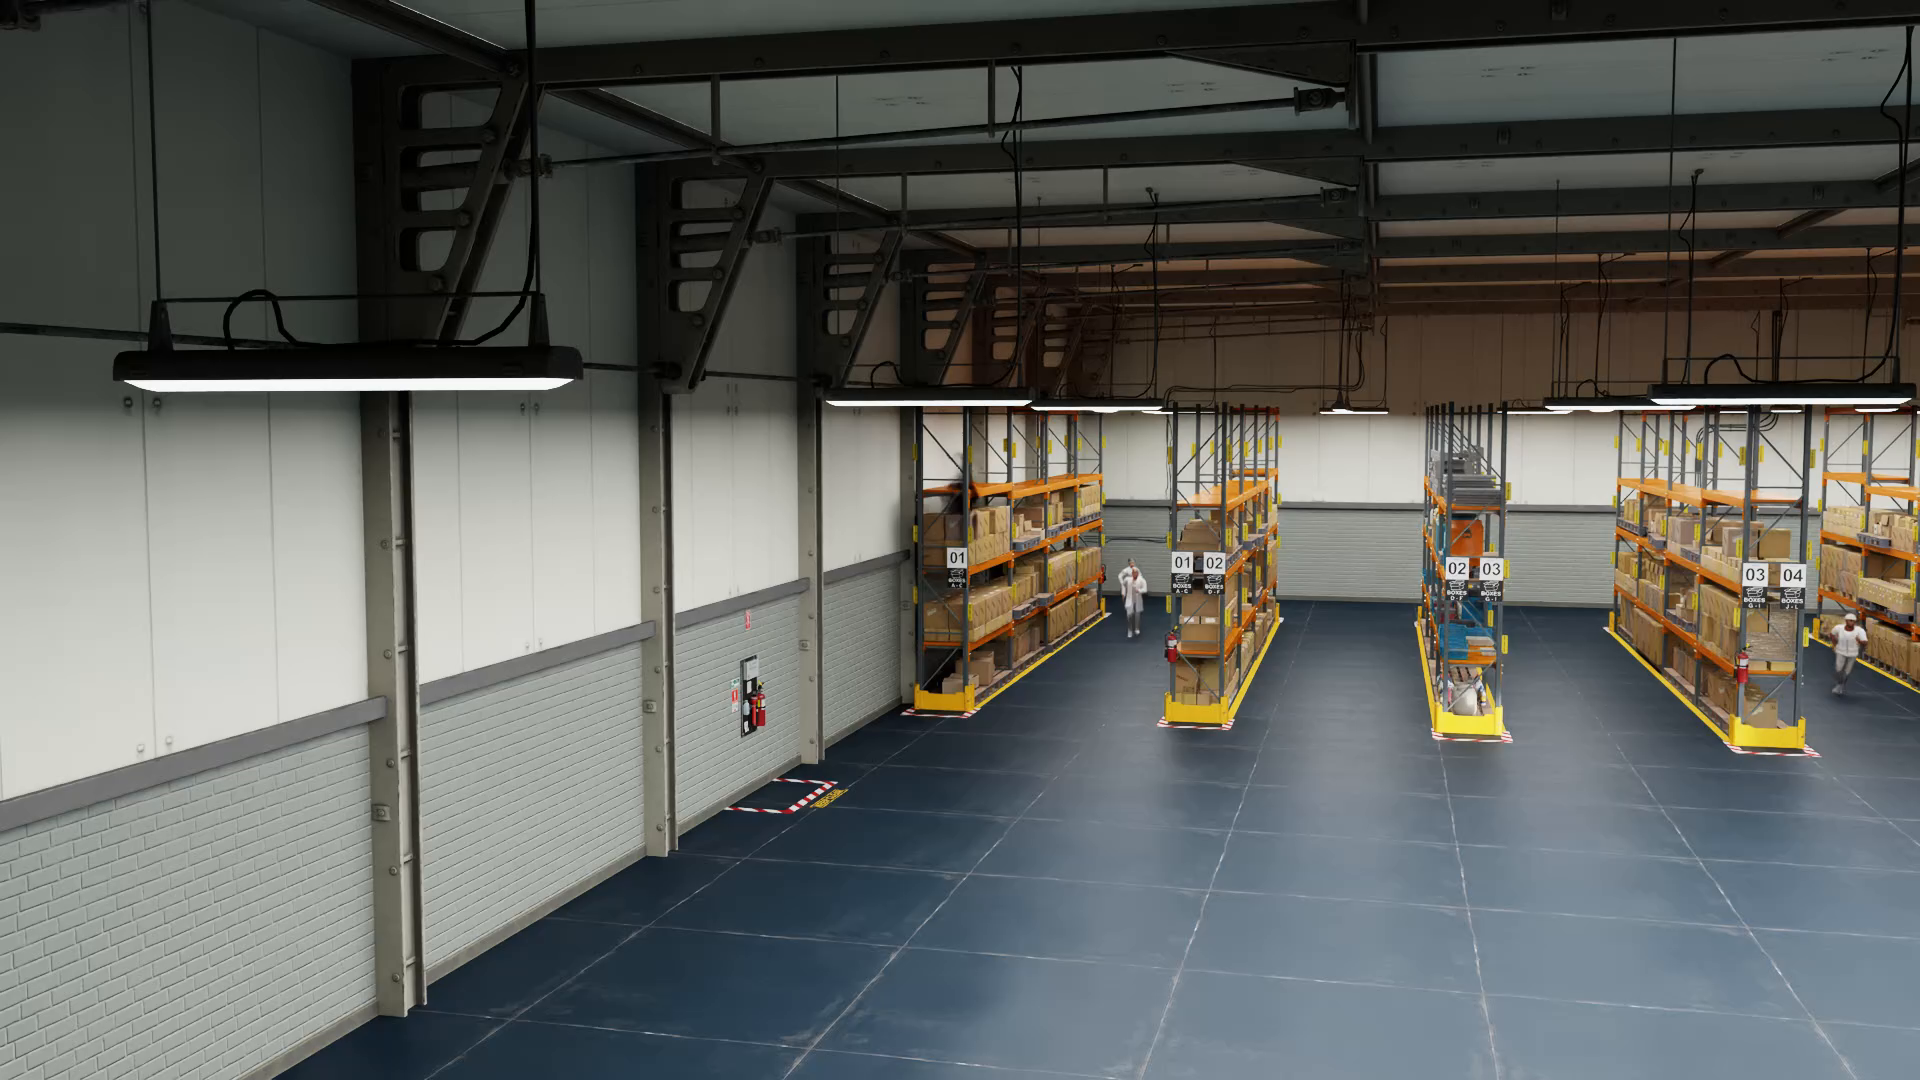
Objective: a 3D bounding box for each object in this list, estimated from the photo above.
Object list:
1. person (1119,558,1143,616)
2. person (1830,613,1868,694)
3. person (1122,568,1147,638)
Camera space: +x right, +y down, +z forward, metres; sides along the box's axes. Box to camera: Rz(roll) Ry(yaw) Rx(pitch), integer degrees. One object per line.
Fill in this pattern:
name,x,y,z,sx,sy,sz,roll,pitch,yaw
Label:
person,4.968,1.362,47.994,0.674,1.699,0.589,-2,5,-24
person,18.229,2.350,34.115,0.646,1.708,0.870,2,4,20
person,4.538,1.646,43.289,0.675,1.836,0.913,1,4,8
